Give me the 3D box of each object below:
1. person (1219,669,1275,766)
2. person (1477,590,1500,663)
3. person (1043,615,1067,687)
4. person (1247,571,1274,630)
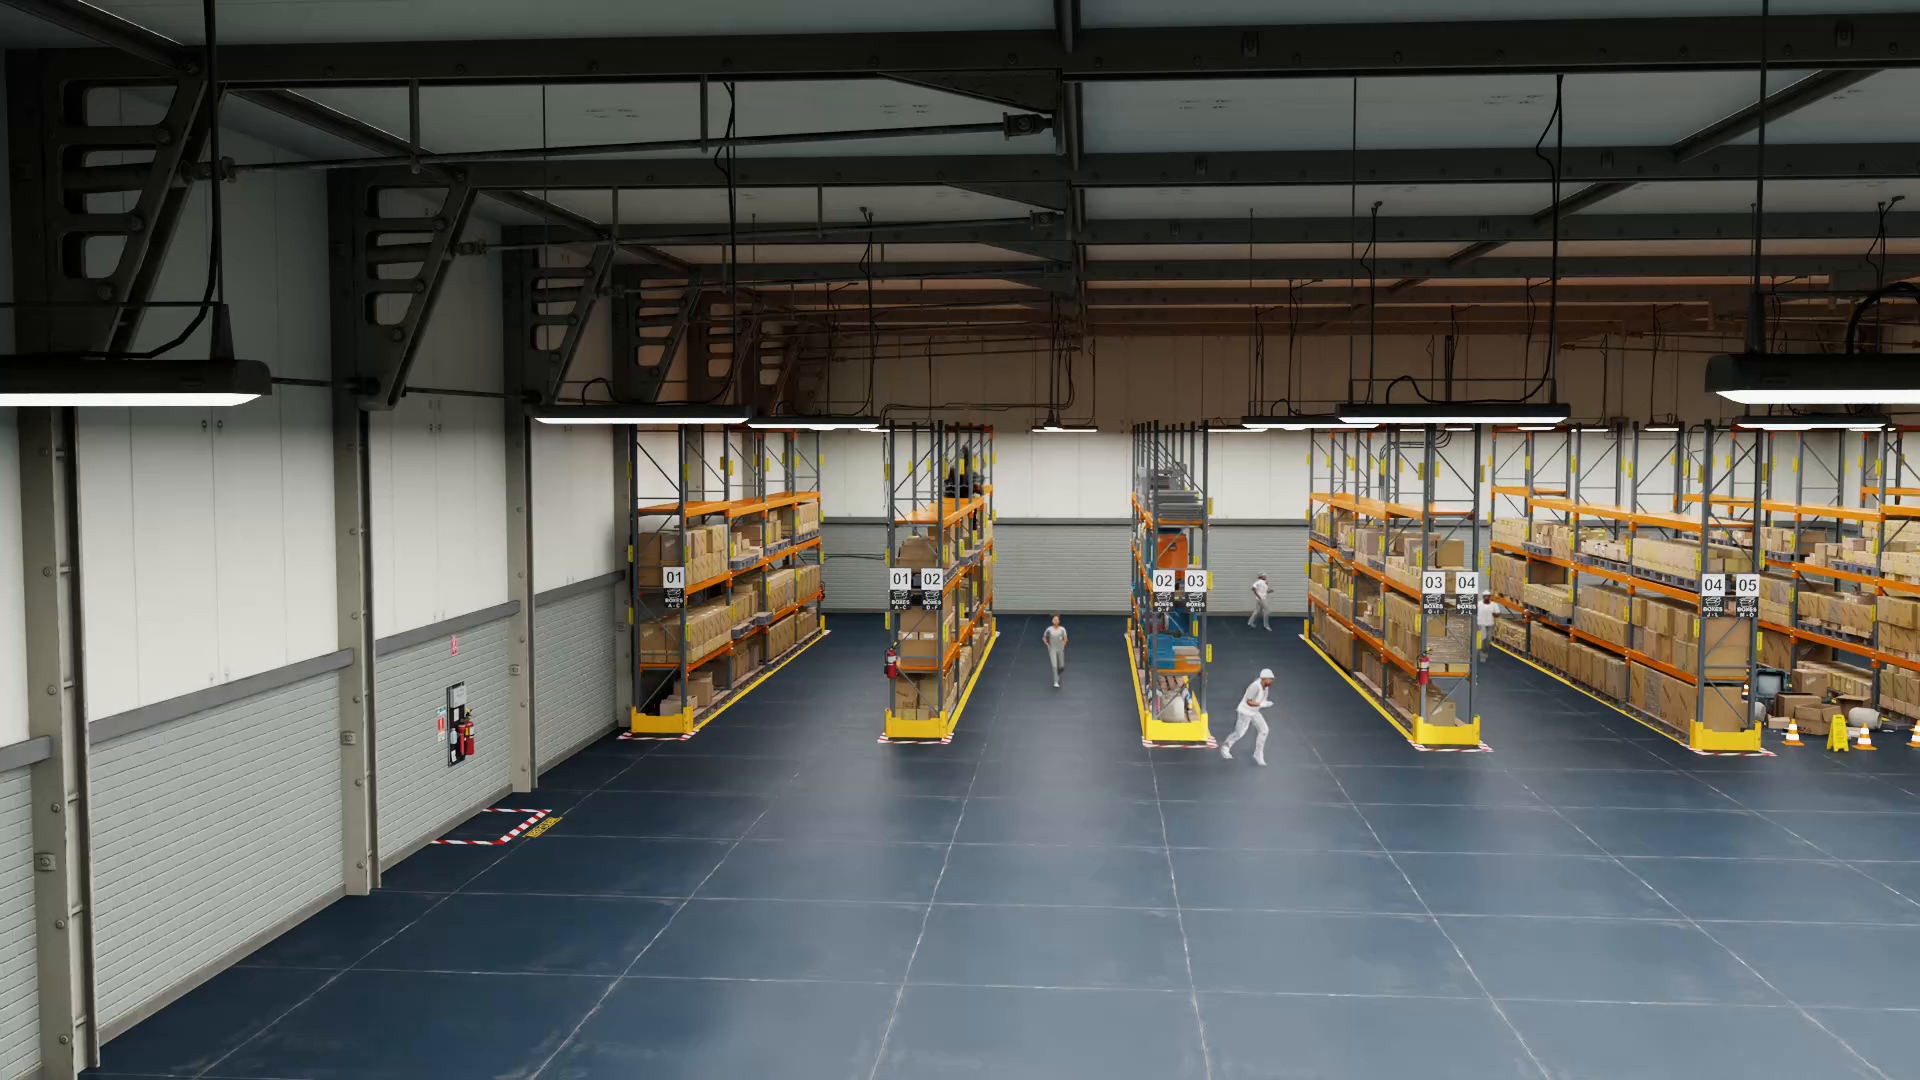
[{"bbox_3d":[5.012,3.076,28.967,1.018,1.722,0.728,2,4,34],"label":"person"},{"bbox_3d":[13.293,2.178,42.047,0.674,1.828,0.777,0,4,2],"label":"person"},{"bbox_3d":[2.165,2.513,37.856,0.565,1.621,0.646,0,4,-6],"label":"person"},{"bbox_3d":[8.854,1.791,48.919,0.760,1.759,0.559,1,4,16],"label":"person"}]
